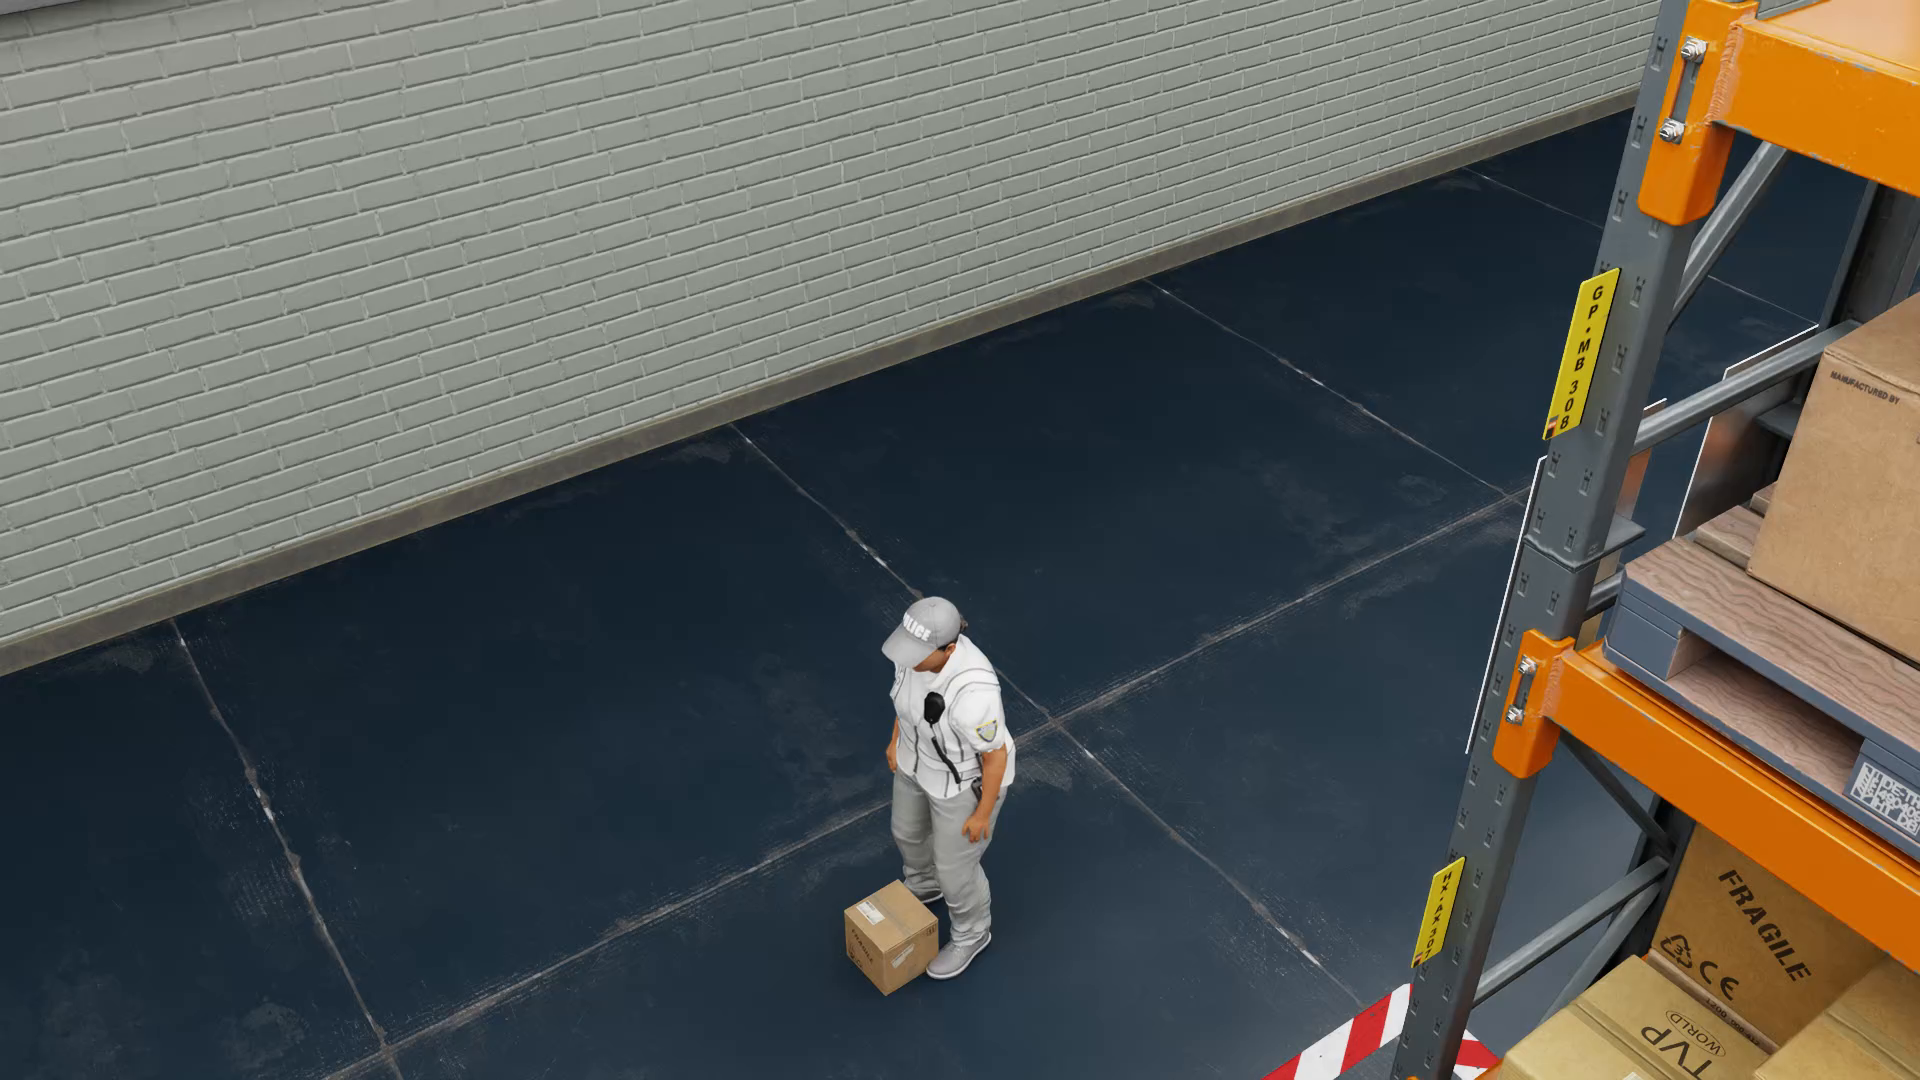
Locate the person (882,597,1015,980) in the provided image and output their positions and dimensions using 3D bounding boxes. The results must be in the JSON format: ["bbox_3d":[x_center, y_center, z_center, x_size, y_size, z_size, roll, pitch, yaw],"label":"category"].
[{"bbox_3d":[-0.076,0.834,5.871,0.465,1.667,0.564,-25,43,-30],"label":"person"}]
